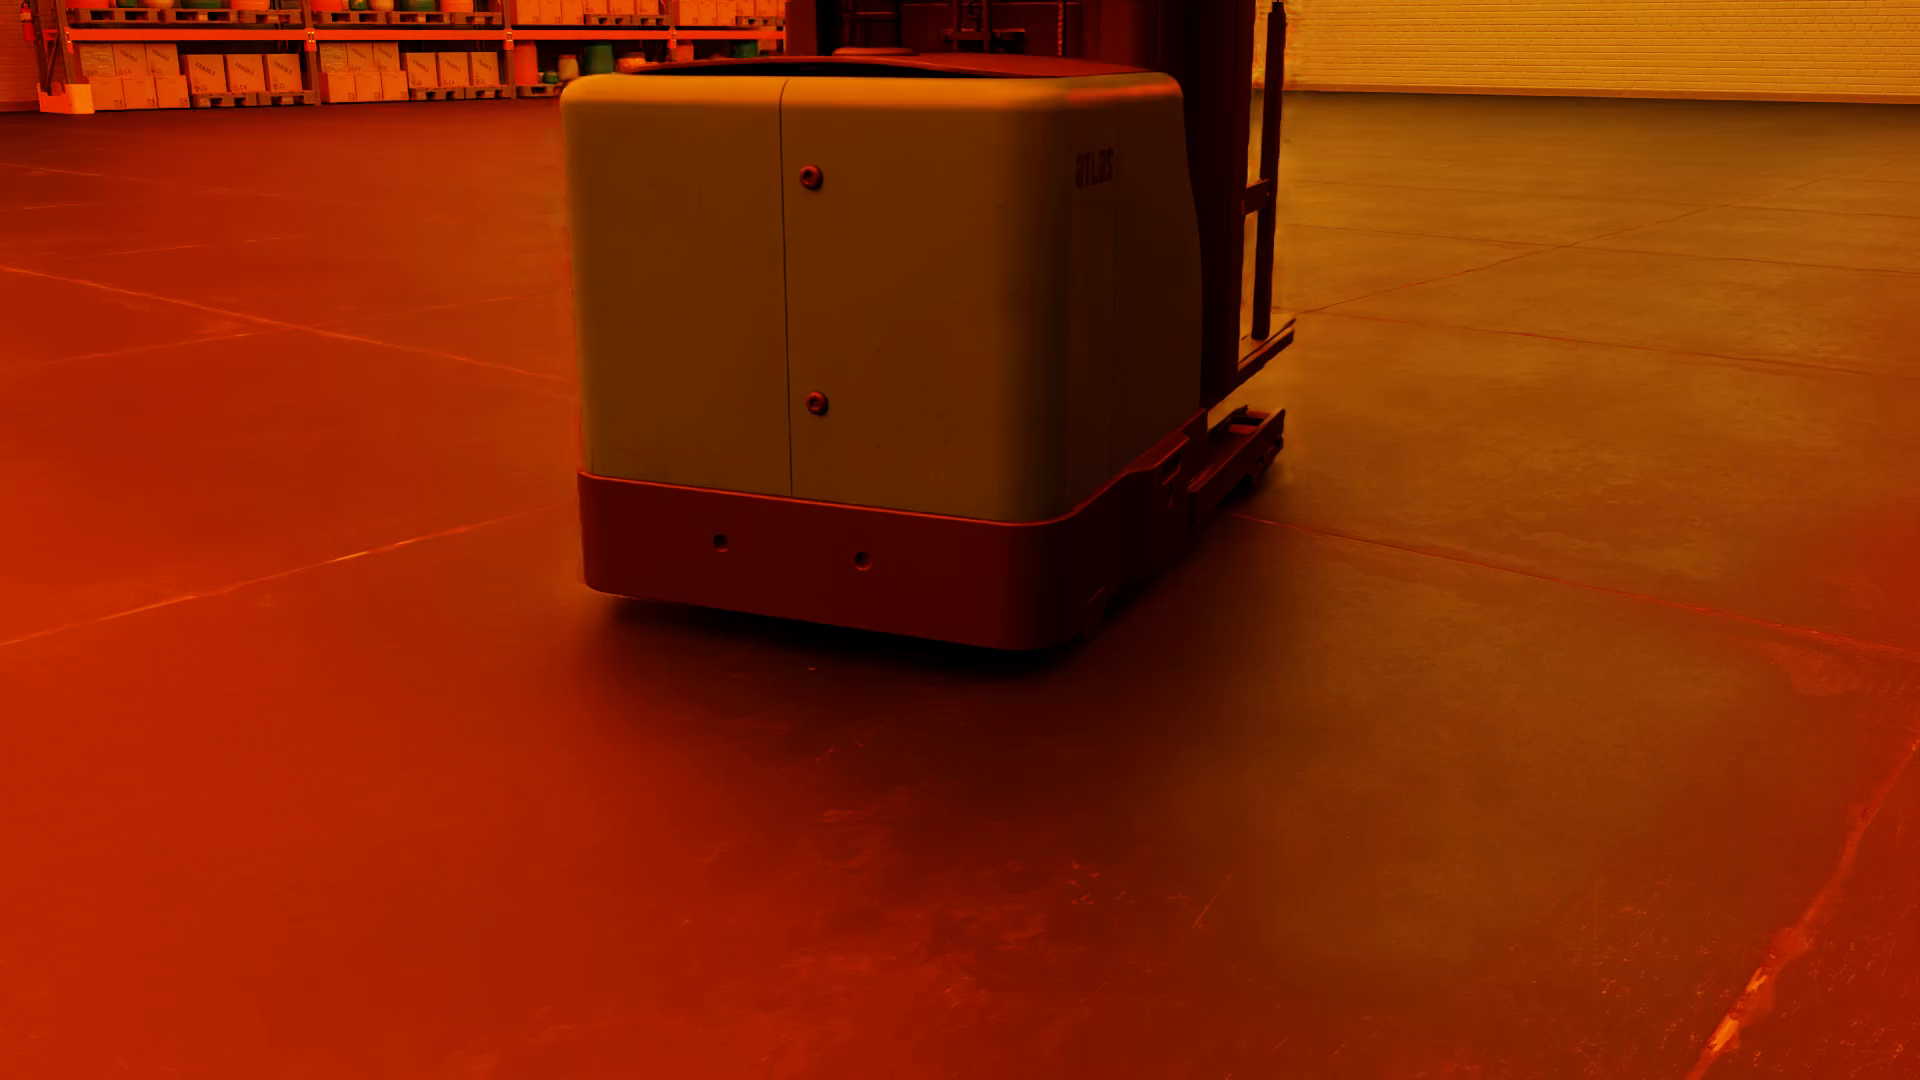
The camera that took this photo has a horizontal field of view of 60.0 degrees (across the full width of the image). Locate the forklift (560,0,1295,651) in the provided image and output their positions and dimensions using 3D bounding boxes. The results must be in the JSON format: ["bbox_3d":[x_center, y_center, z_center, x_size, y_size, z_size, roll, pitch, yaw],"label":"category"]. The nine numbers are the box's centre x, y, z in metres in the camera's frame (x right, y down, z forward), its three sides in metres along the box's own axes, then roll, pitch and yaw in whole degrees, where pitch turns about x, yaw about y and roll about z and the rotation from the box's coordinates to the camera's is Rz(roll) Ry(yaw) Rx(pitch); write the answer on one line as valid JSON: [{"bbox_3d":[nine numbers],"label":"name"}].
[{"bbox_3d":[0.256,-1.587,4.123,1.130,2.935,3.031,7,18,21],"label":"forklift"}]
